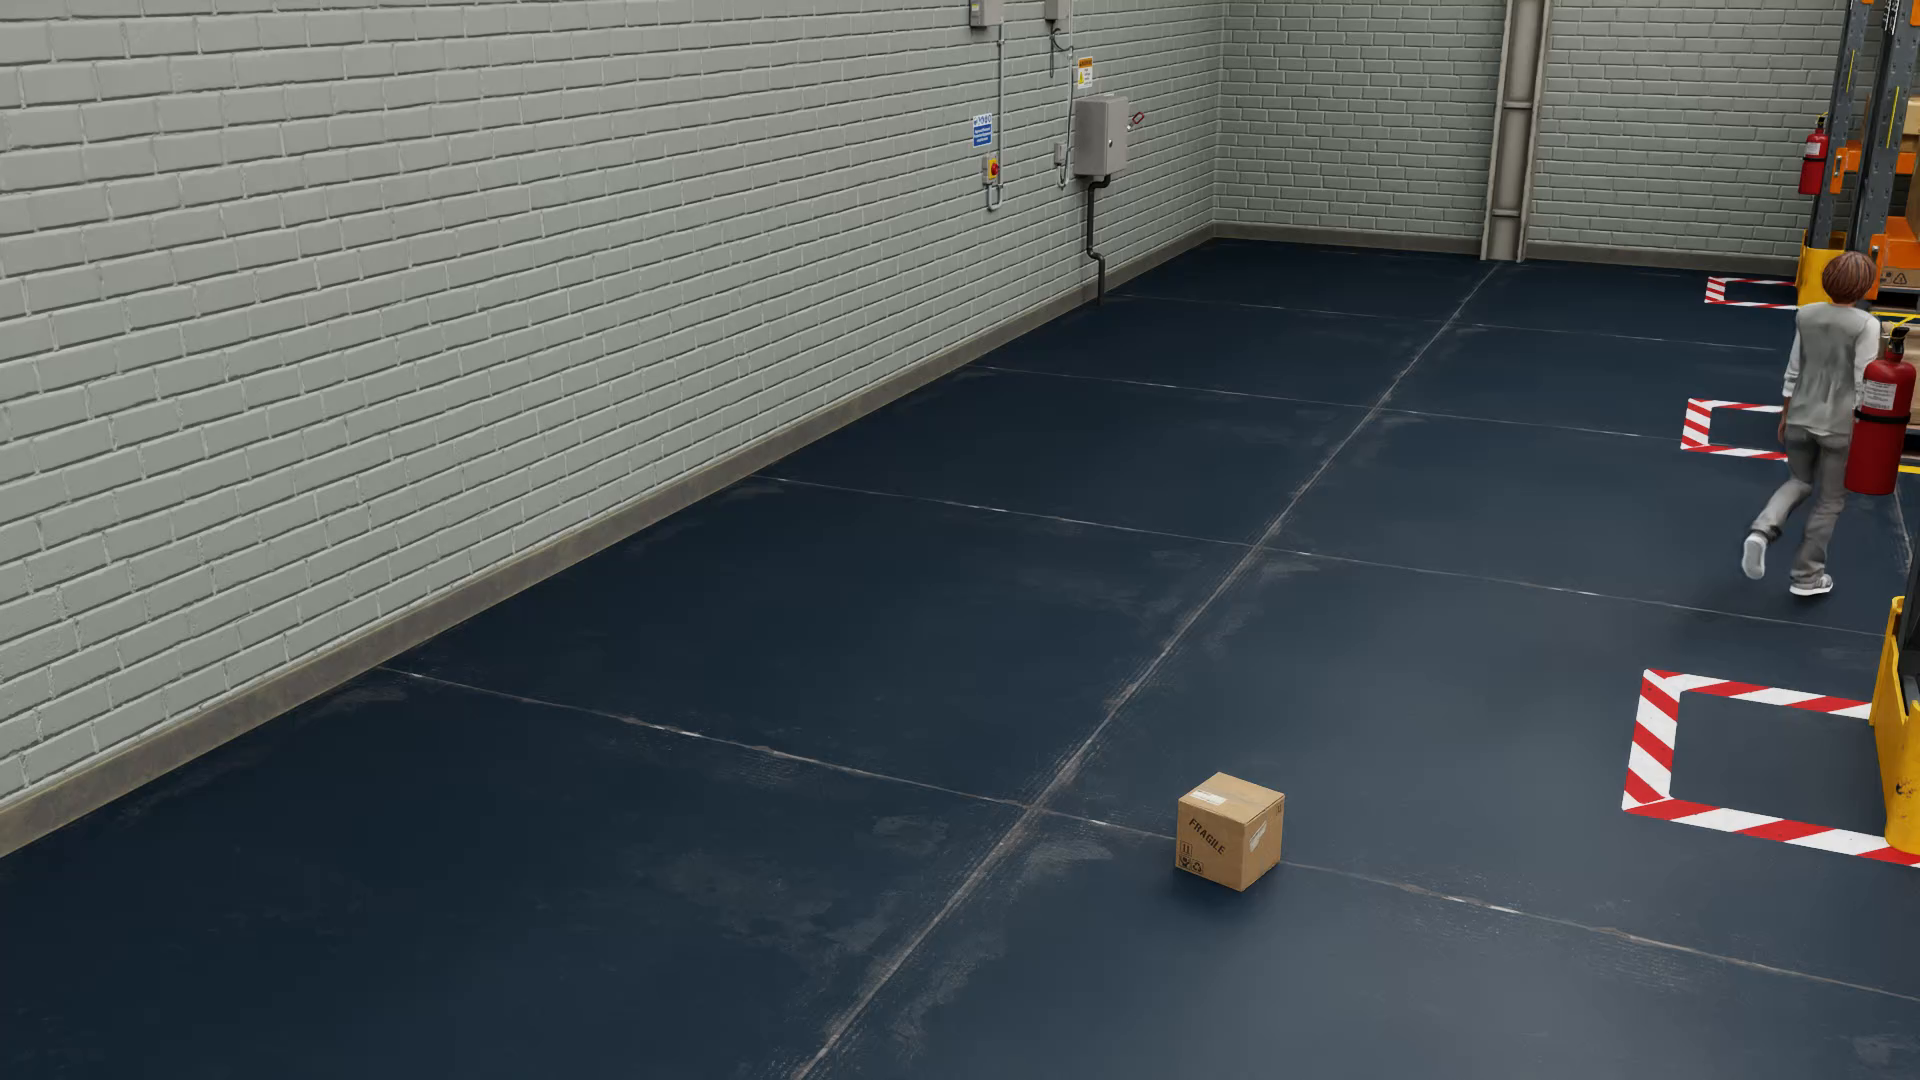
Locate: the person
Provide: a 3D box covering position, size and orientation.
[{"bbox_3d":[3.836,-0.493,7.433,0.529,1.587,0.437,-11,22,-29],"label":"person"}]
